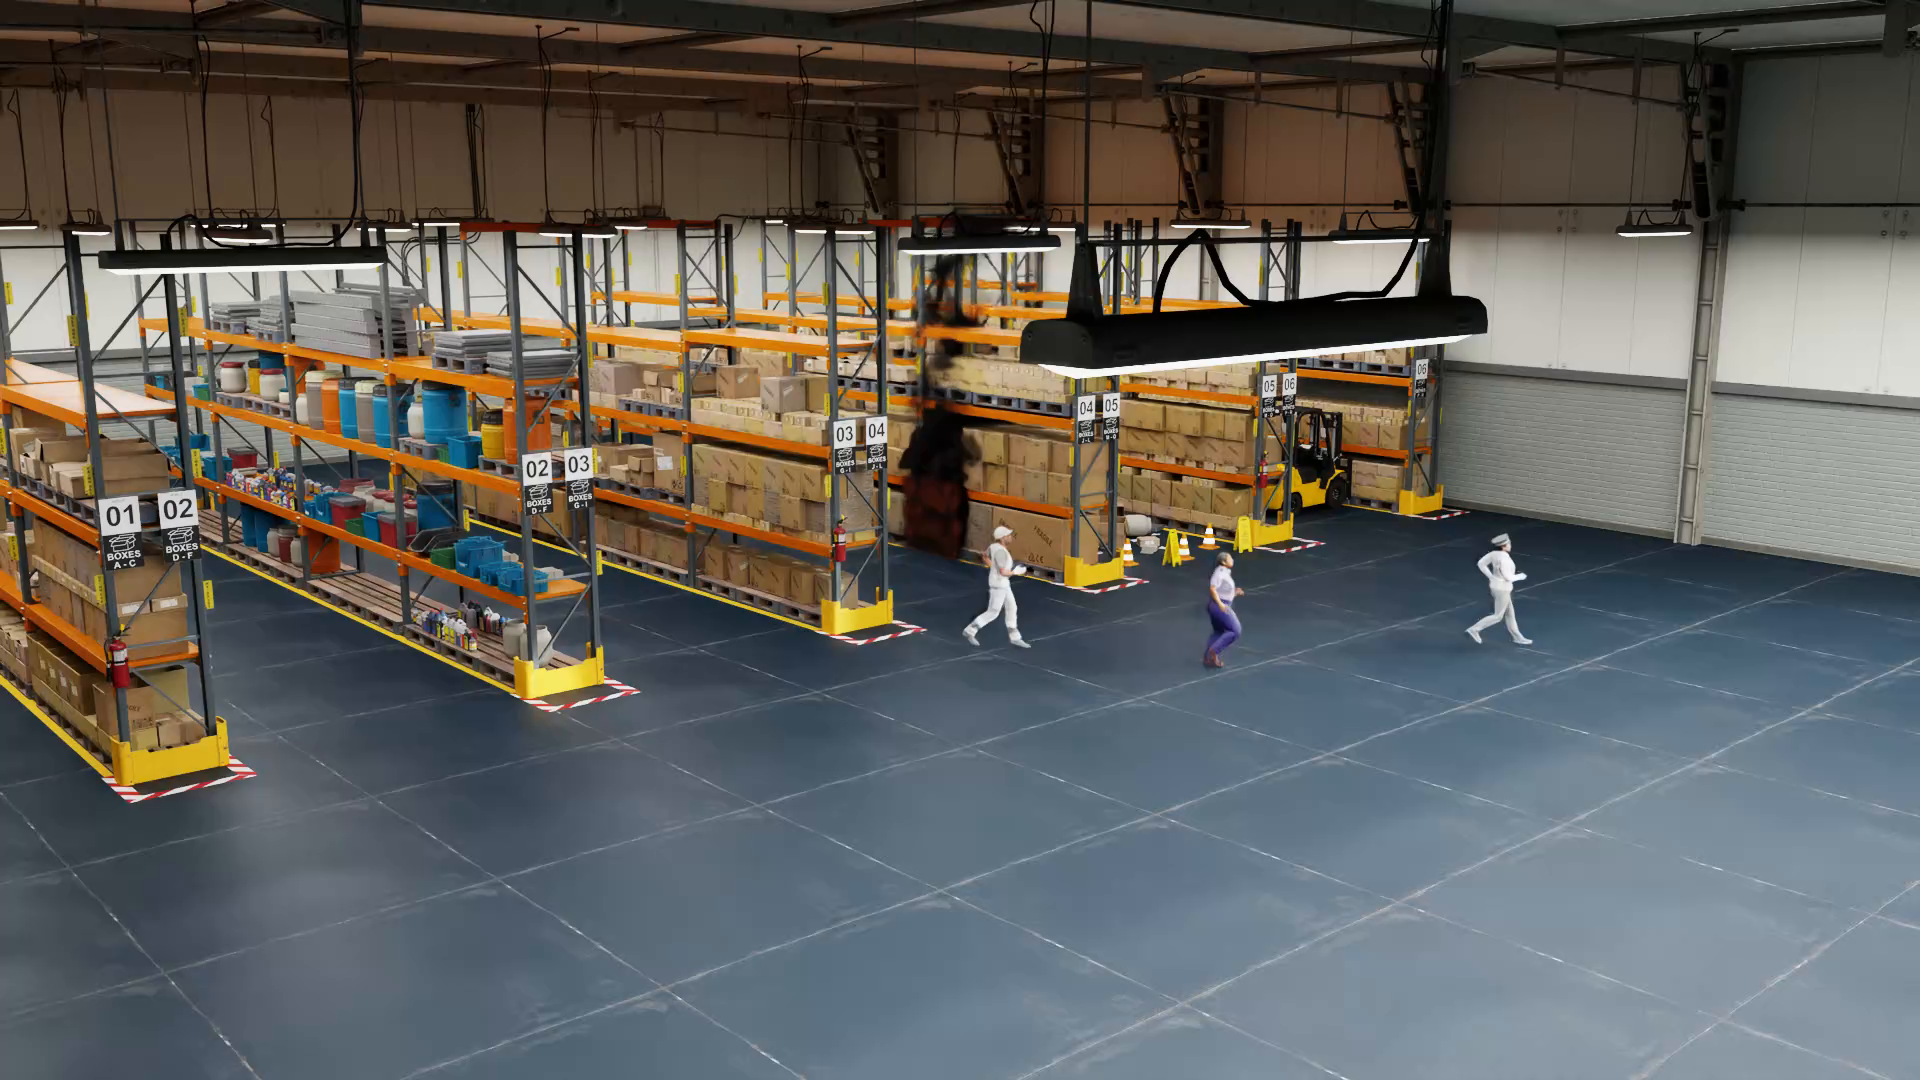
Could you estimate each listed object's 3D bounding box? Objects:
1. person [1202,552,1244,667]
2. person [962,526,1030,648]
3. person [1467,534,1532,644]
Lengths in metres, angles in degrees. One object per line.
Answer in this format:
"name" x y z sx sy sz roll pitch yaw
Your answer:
"person" 3.671 0.950 23.079 0.574 1.612 0.588 0 11 -2
"person" 0.518 0.689 23.918 1.002 1.803 0.672 0 11 -2
"person" 7.814 0.716 23.966 1.022 1.651 0.626 -1 11 -3
